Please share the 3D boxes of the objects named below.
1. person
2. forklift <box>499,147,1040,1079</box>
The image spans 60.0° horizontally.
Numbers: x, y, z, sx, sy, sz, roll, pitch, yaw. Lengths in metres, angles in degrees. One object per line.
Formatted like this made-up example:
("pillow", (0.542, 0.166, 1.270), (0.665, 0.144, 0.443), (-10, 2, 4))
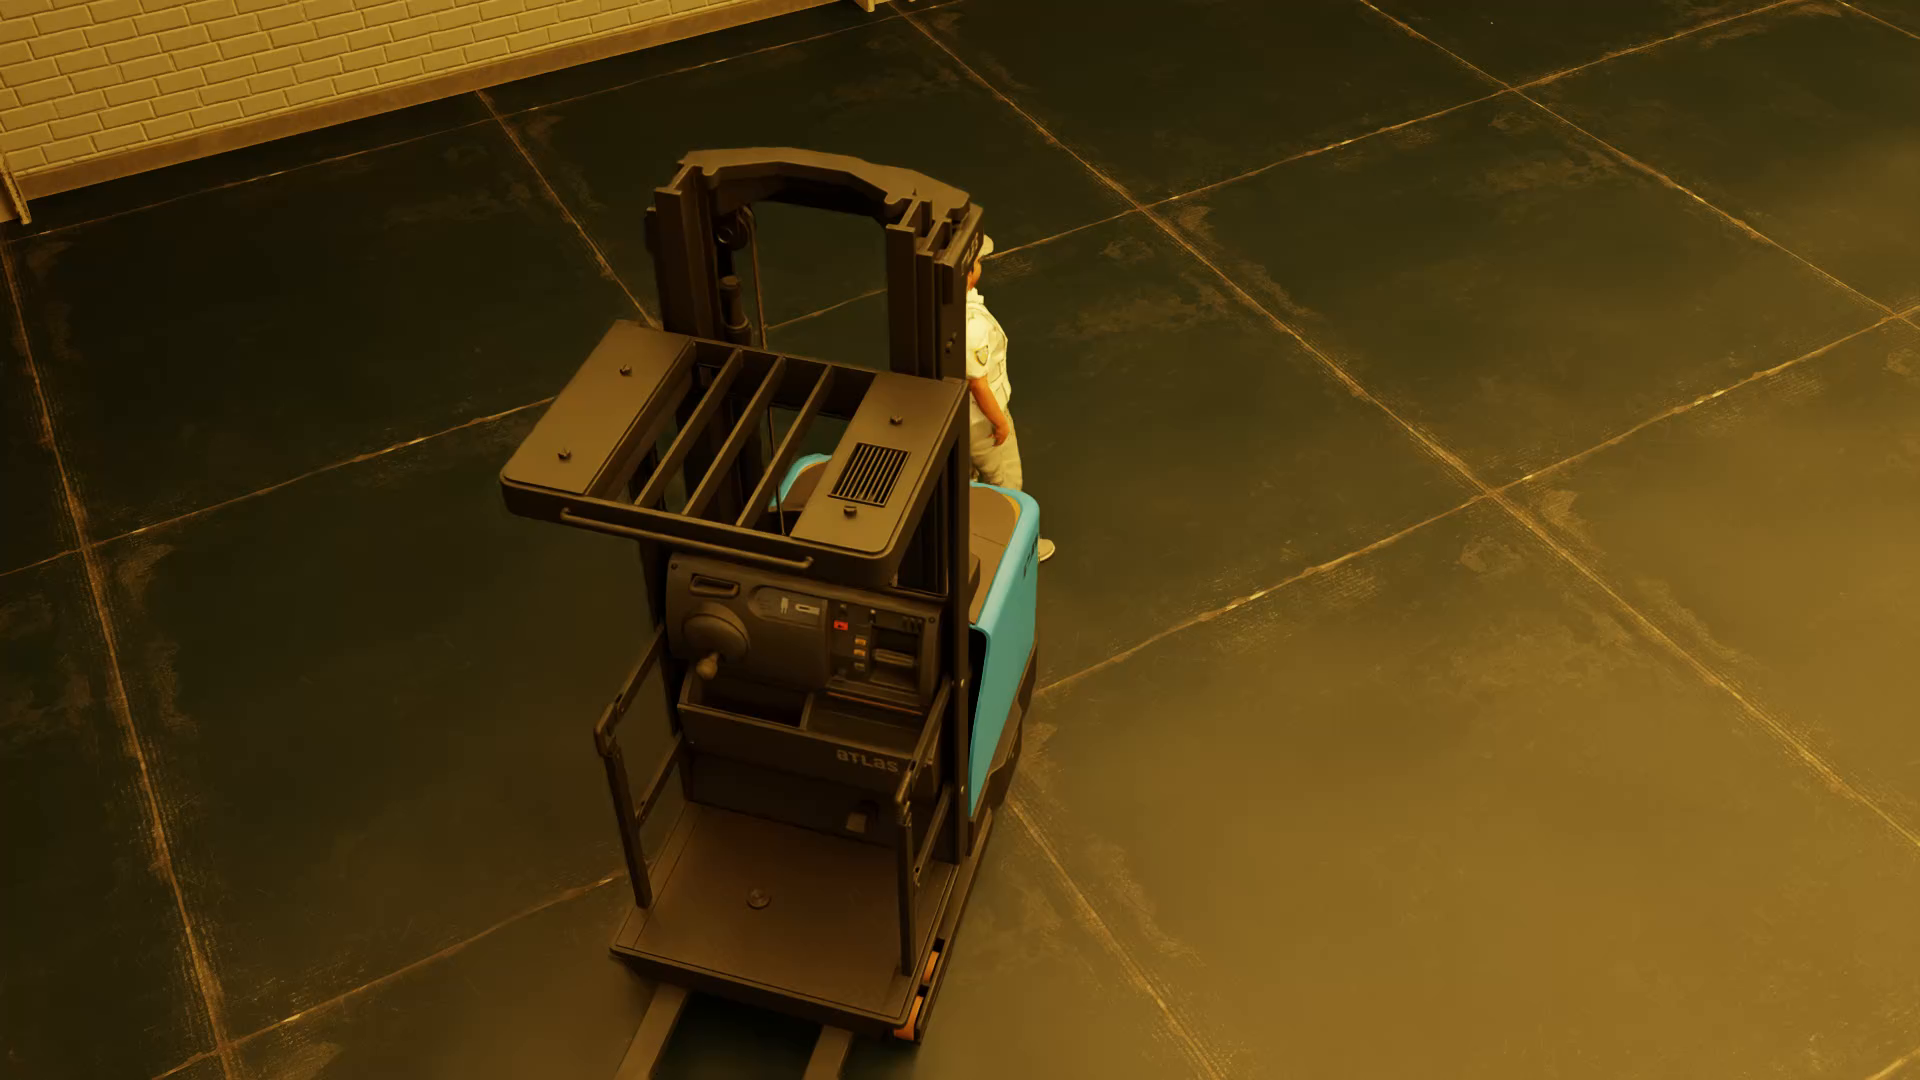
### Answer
("person", (0.098, -0.632, 7.313), (0.516, 1.670, 0.599), (-20, 47, -20))
("forklift", (-0.577, 0.401, 5.265), (1.130, 2.935, 3.031), (11, 44, 12))
